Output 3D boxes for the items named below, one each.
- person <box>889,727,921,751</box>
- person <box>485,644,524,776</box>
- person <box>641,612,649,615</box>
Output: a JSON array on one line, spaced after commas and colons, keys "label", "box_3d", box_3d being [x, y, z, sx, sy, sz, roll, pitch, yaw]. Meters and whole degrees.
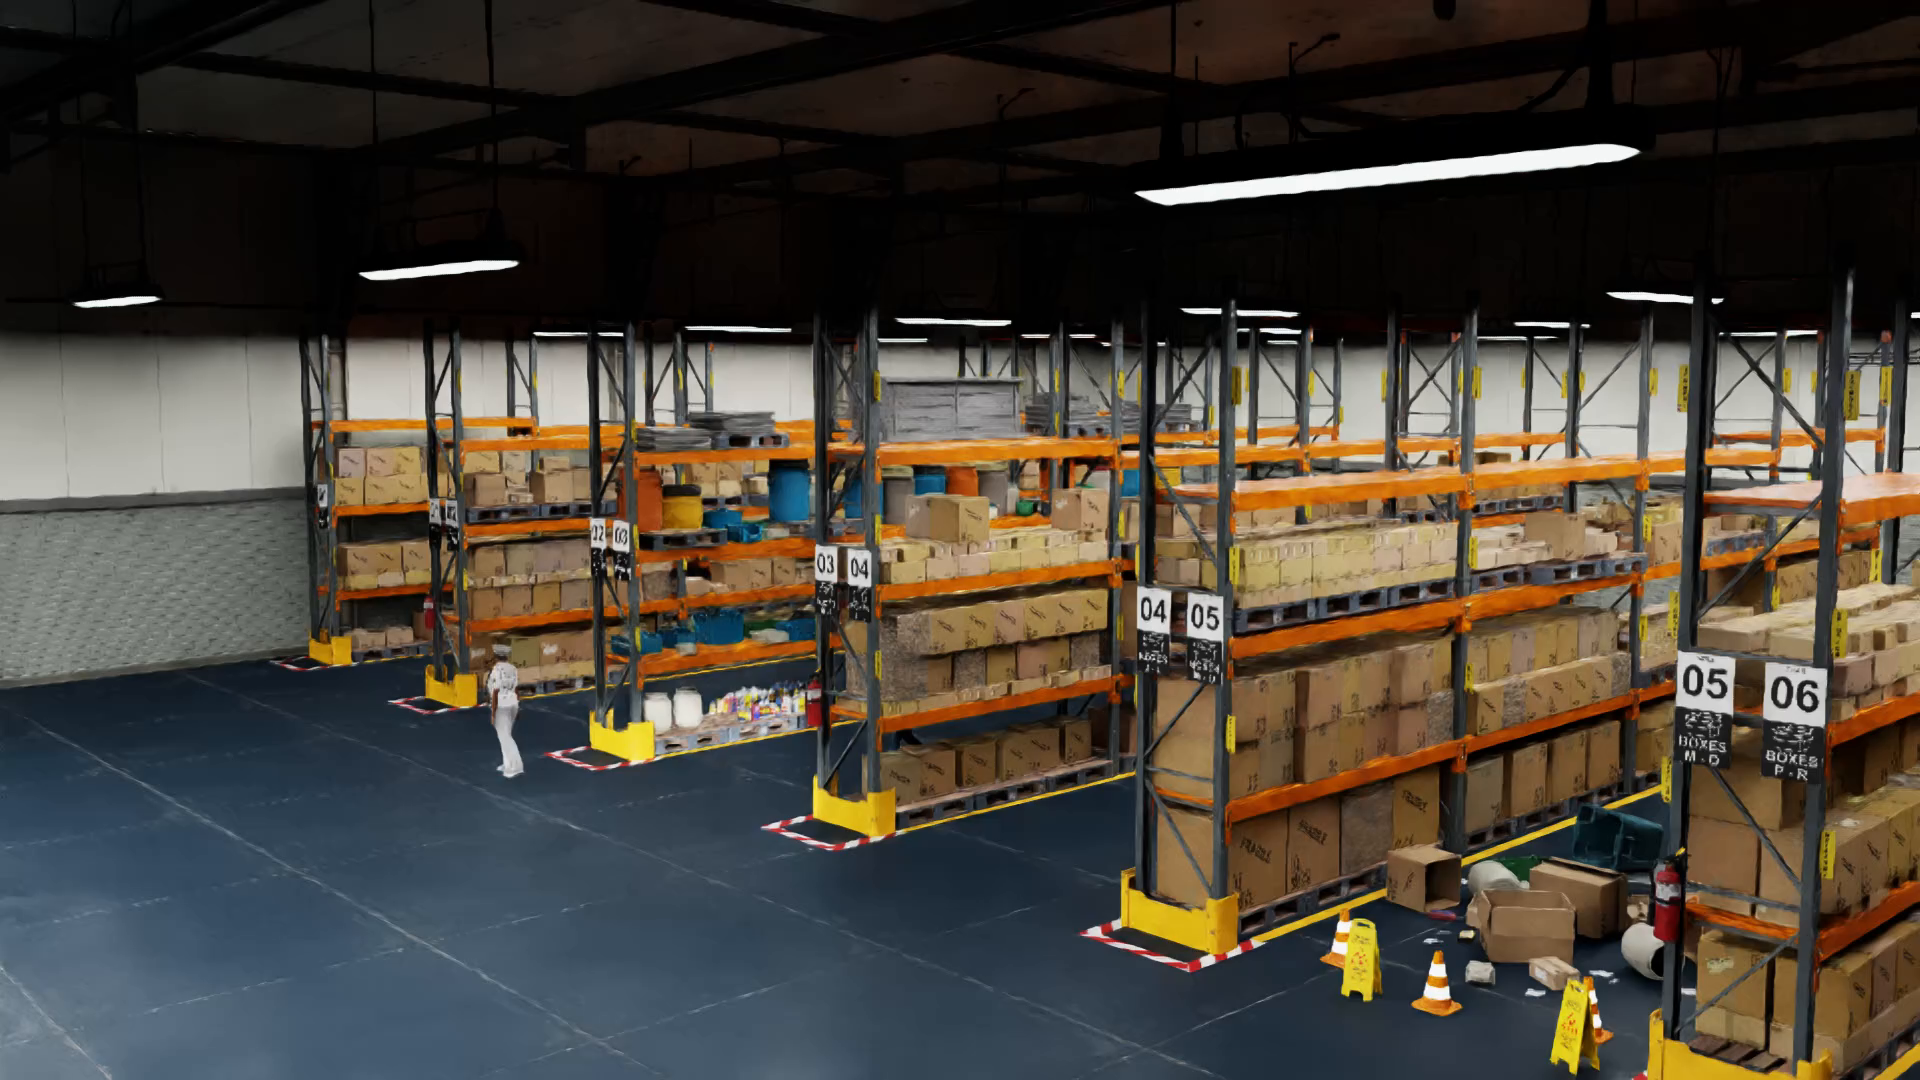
[{"label": "person", "box_3d": [-0.778, 2.257, 21.278, 1.036, 1.504, 0.417, -5, 8, -40]}, {"label": "person", "box_3d": [-5.833, 2.185, 21.434, 0.523, 1.667, 0.570, 2, 6, 21]}, {"label": "person", "box_3d": [-5.827, 1.187, 30.444, 0.456, 1.786, 0.620, 2, 6, 16]}]
